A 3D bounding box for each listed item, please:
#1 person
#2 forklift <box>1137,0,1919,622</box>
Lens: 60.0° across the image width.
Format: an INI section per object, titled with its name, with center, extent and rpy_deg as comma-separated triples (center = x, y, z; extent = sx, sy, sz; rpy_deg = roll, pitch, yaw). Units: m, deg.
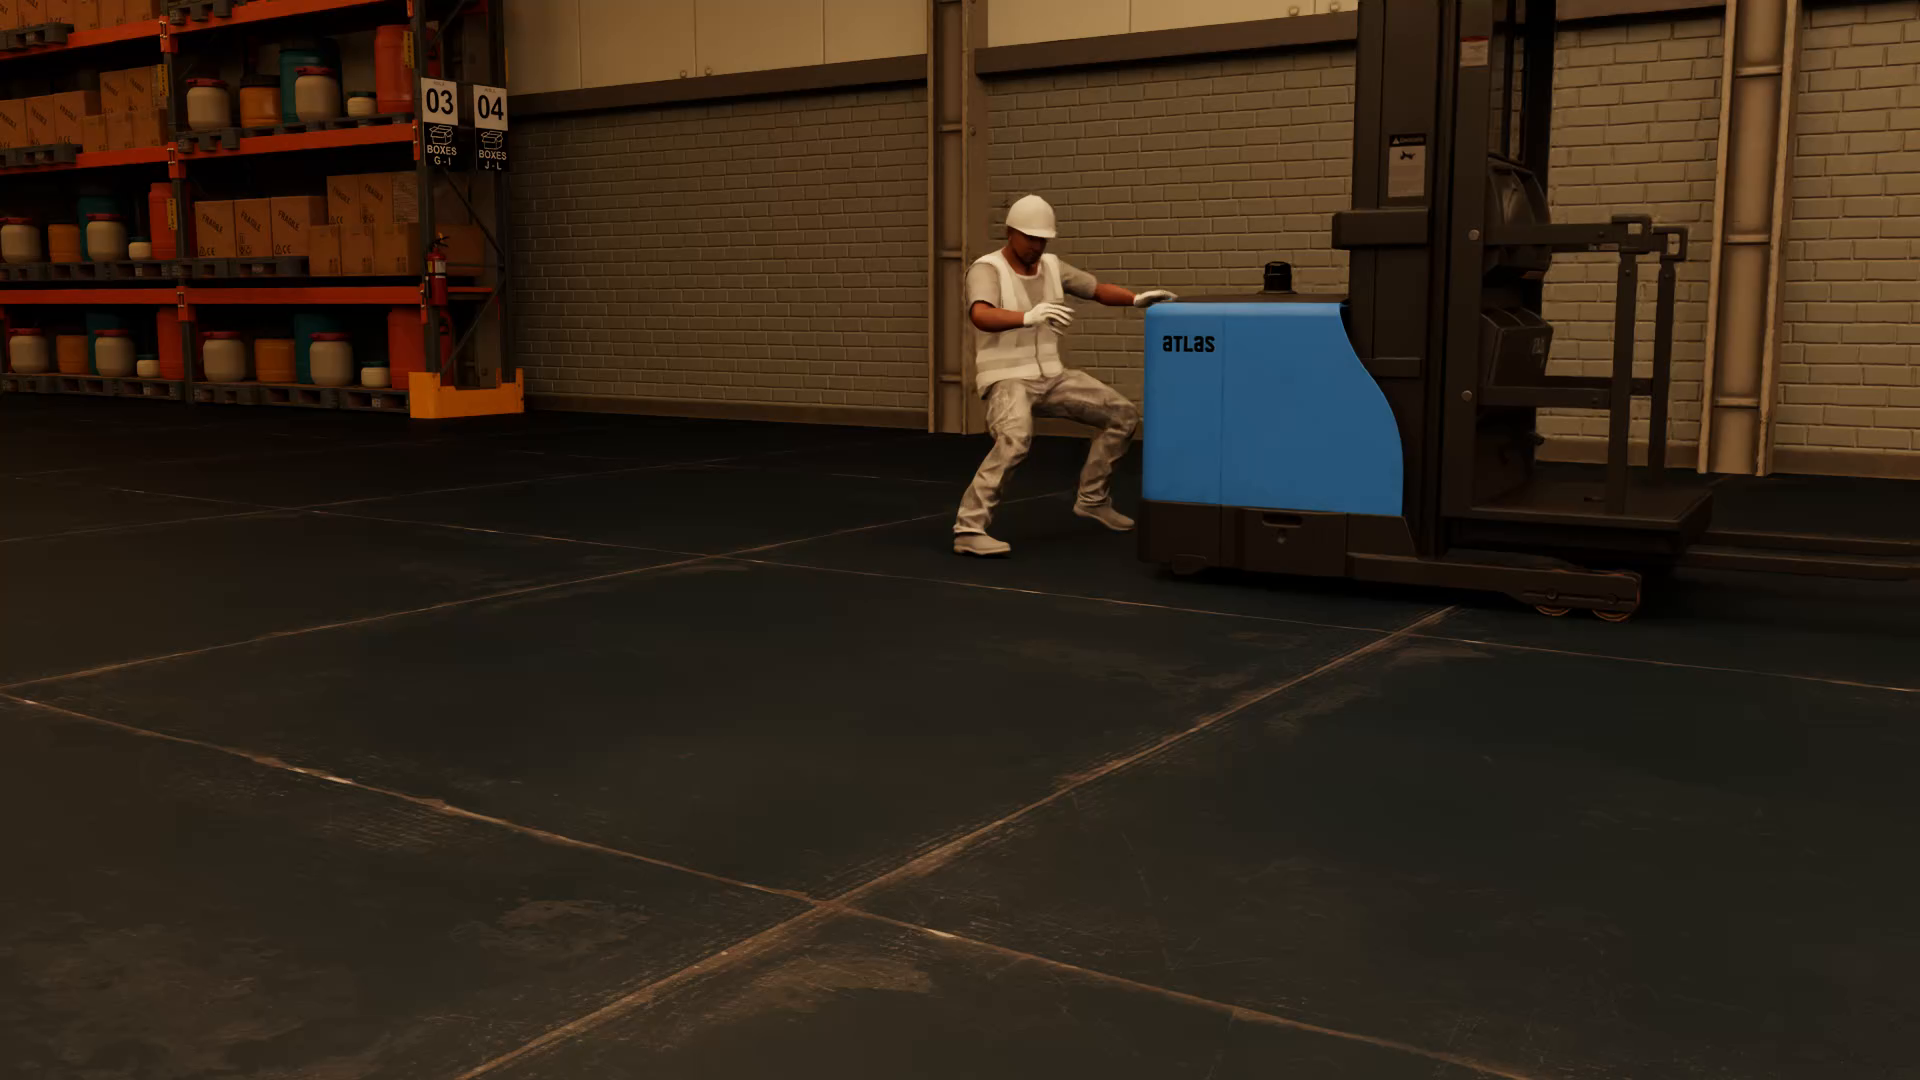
[person]
center = 0.404, -0.748, 7.389
extent = 1.082, 1.547, 0.761
rpy_deg = -6, 10, -34
[forklift]
center = 2.237, -1.259, 6.044
extent = 3.031, 2.935, 1.130
rpy_deg = 5, 9, 29
